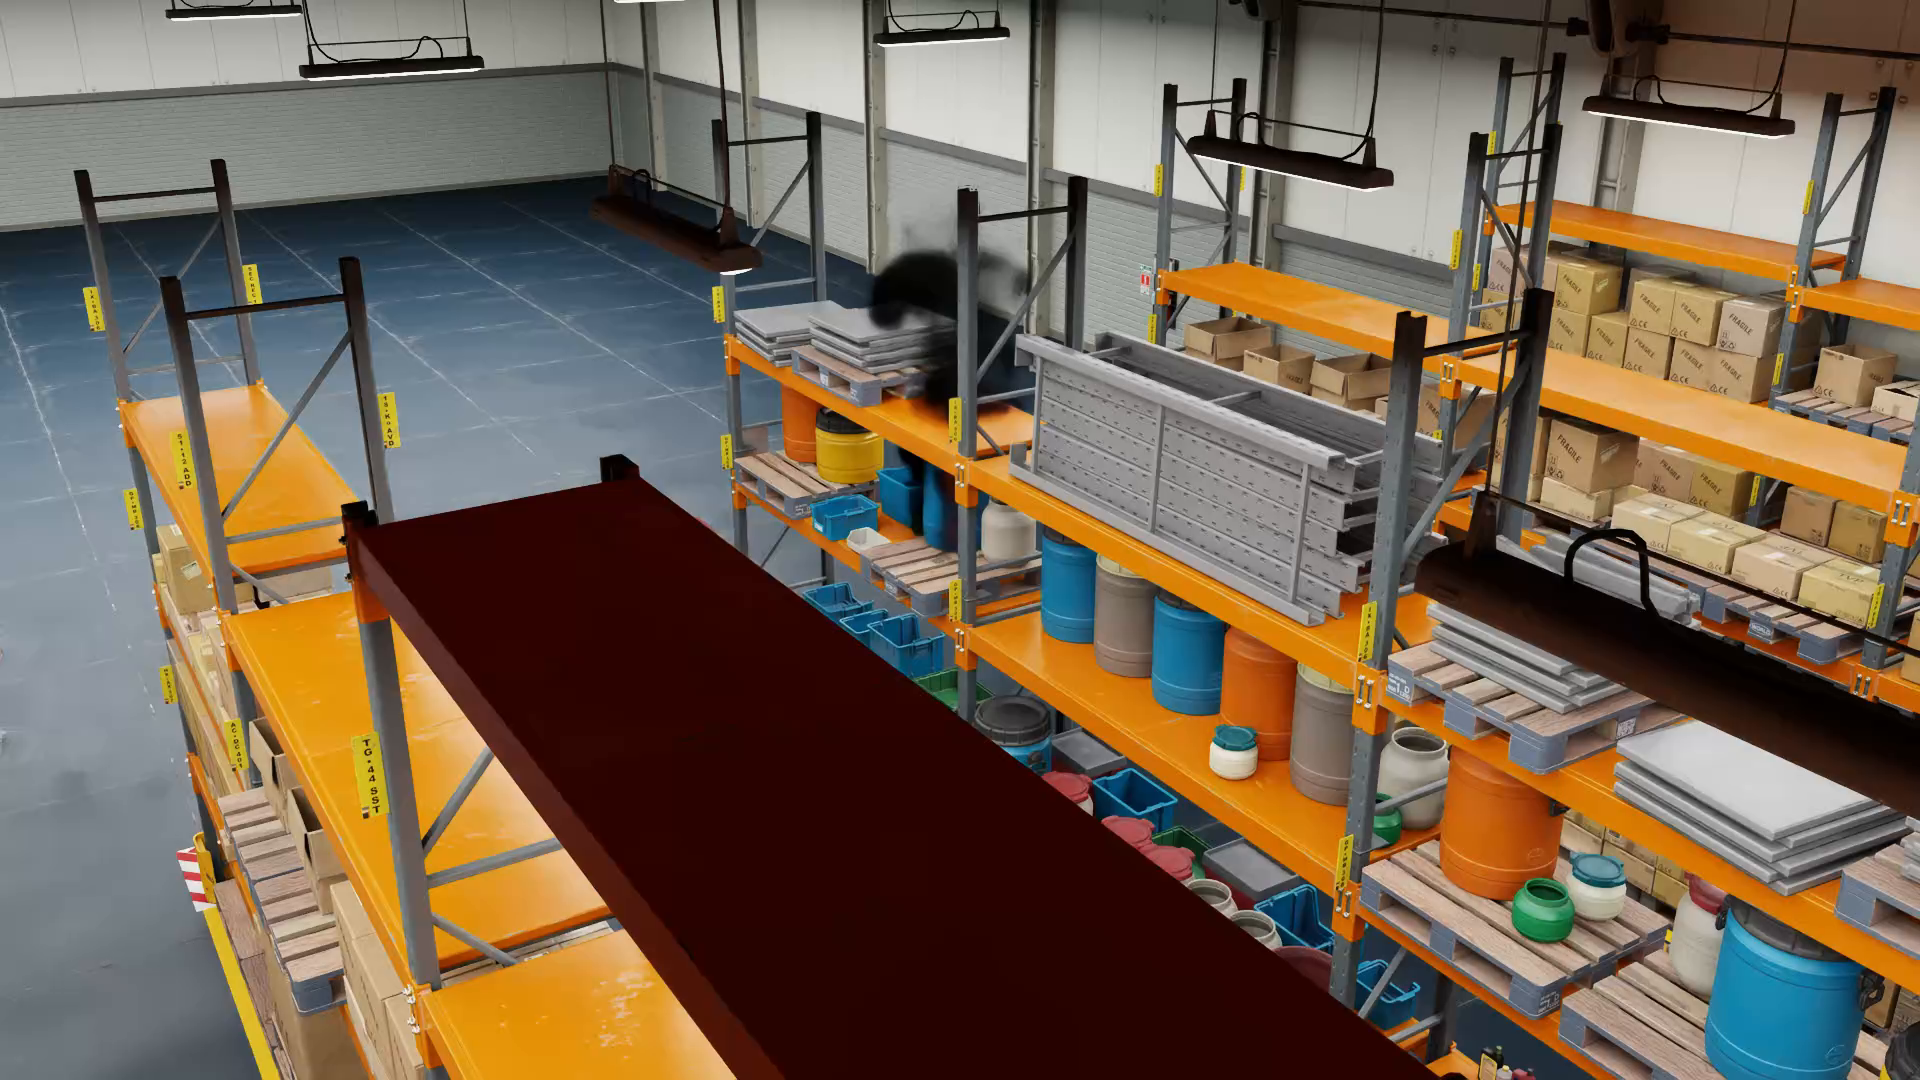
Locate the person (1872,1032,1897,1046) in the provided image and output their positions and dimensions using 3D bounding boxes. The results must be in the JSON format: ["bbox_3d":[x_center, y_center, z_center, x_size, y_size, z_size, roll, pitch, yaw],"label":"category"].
[{"bbox_3d":[5.488,3.666,10.147,0.592,1.578,0.583,-20,29,-40],"label":"person"}]
